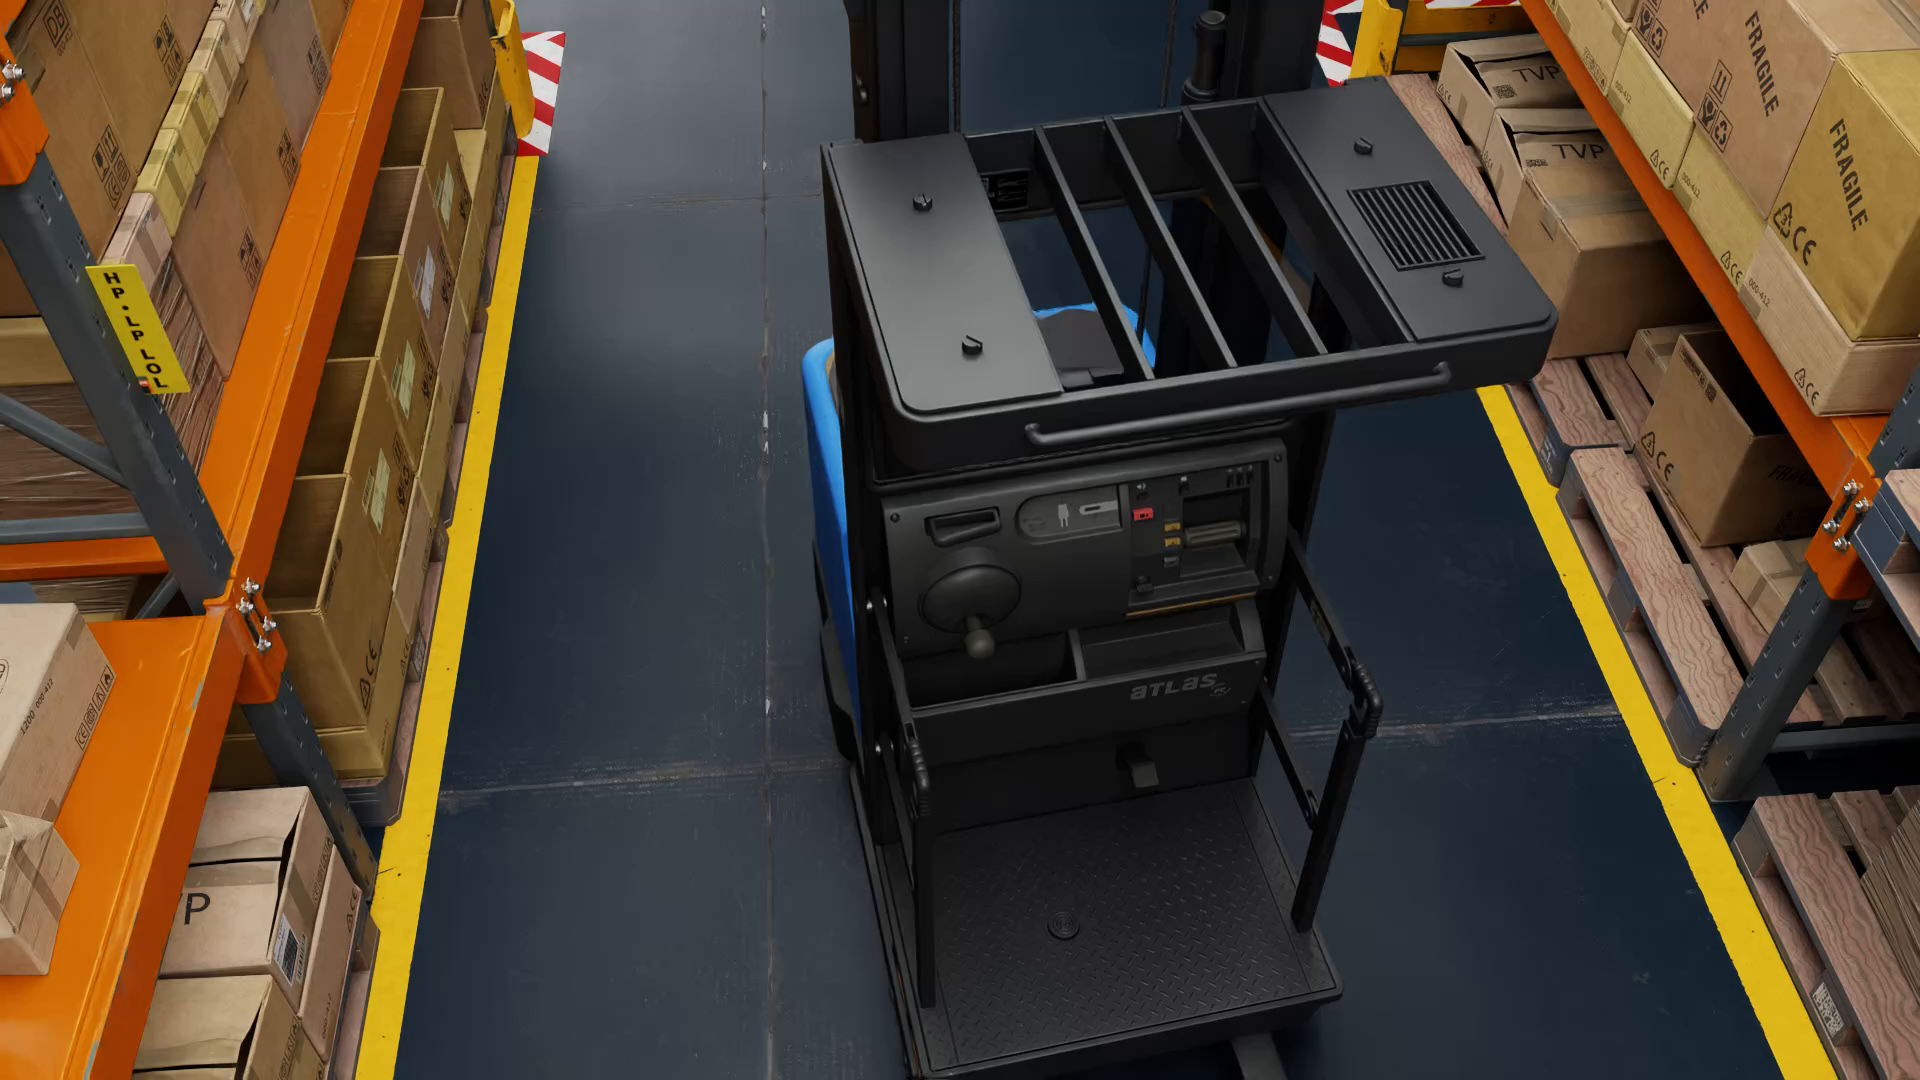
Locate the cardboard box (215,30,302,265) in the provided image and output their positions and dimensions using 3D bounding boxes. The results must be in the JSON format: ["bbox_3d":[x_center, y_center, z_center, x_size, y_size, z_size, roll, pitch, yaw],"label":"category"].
[{"bbox_3d":[-2.321,-1.107,4.663,0.700,0.500,0.500,-3,47,-3],"label":"cardboard box"}]

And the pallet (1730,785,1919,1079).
[{"bbox_3d":[2.814,1.211,4.458,1.003,0.211,1.213,-3,47,-3],"label":"pallet"}]

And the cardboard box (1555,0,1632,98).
[{"bbox_3d":[2.271,-1.678,5.363,0.500,0.250,0.500,-3,47,-3],"label":"cardboard box"}]

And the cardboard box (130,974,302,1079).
[{"bbox_3d":[-1.820,1.253,3.716,0.500,0.311,0.500,-2,47,-2],"label":"cardboard box"}]

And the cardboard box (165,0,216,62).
[{"bbox_3d":[-2.317,-1.536,4.177,0.700,0.500,0.500,-4,47,-3],"label":"cardboard box"}]

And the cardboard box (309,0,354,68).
[{"bbox_3d":[-2.413,-1.858,5.375,0.700,0.500,0.500,-3,47,-3],"label":"cardboard box"}]

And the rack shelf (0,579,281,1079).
[{"bbox_3d":[-2.022,1.687,2.582,1.077,0.370,4.000,-3,47,-3],"label":"rack shelf"}]

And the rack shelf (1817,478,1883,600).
[{"bbox_3d":[2.914,1.383,2.869,1.077,0.370,4.000,-3,47,-3],"label":"rack shelf"}]

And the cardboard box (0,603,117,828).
[{"bbox_3d":[-2.104,0.398,3.410,0.500,0.250,0.500,-1,47,-1],"label":"cardboard box"}]

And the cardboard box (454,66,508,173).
[{"bbox_3d":[-2.184,-1.730,6.927,0.500,0.250,0.500,-3,47,-3],"label":"cardboard box"}]

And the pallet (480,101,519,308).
[{"bbox_3d":[-2.418,-1.392,6.922,1.003,0.211,1.213,-3,47,-3],"label":"pallet"}]

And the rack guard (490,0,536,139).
[{"bbox_3d":[-2.526,-2.059,7.356,1.175,0.500,0.348,-3,47,-3],"label":"rack guard"}]

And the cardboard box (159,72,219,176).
[{"bbox_3d":[-2.086,-1.029,4.143,0.380,0.149,0.250,-4,47,-4],"label":"cardboard box"}]

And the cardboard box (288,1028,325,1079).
[{"bbox_3d":[-1.825,1.442,3.922,0.500,0.250,0.500,-4,47,-4],"label":"cardboard box"}]

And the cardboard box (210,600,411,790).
[{"bbox_3d":[-1.926,0.440,4.872,0.500,0.250,0.500,-3,47,-3],"label":"cardboard box"}]

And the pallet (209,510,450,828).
[{"bbox_3d":[-2.214,0.374,5.251,1.003,0.211,1.213,-3,47,-3],"label":"pallet"}]

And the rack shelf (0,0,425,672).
[{"bbox_3d":[-2.356,-1.207,5.322,1.077,0.370,4.000,-3,47,-3],"label":"rack shelf"}]

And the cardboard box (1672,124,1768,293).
[{"bbox_3d":[2.372,-0.951,4.675,0.500,0.250,0.500,-3,47,-3],"label":"cardboard box"}]

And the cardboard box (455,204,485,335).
[{"bbox_3d":[-2.087,-1.007,6.243,0.500,0.250,0.500,-3,47,-3],"label":"cardboard box"}]

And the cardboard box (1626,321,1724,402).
[{"bbox_3d":[2.633,-0.640,5.951,0.380,0.149,0.250,-7,47,-6],"label":"cardboard box"}]

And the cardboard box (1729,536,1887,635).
[{"bbox_3d":[2.672,0.127,5.212,0.380,0.166,0.250,-9,47,-8],"label":"cardboard box"}]

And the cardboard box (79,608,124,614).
[{"bbox_3d":[-2.478,0.109,5.185,0.500,0.250,0.500,-3,47,-3],"label":"cardboard box"}]

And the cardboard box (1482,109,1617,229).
[{"bbox_3d":[2.428,-1.513,6.666,0.500,0.311,0.500,0,47,0],"label":"cardboard box"}]

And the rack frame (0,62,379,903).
[{"bbox_3d":[-2.189,-0.007,3.691,1.000,3.000,0.127,-3,47,-3],"label":"rack frame"}]

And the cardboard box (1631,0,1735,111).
[{"bbox_3d":[2.320,-1.573,4.747,0.500,0.500,0.500,-5,47,-4],"label":"cardboard box"}]

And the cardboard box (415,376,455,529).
[{"bbox_3d":[-1.999,-0.284,5.558,0.500,0.250,0.500,-3,47,-3],"label":"cardboard box"}]

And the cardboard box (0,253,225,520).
[{"bbox_3d":[-2.232,-0.362,3.958,0.700,0.500,0.500,-5,47,-4],"label":"cardboard box"}]

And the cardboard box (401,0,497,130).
[{"bbox_3d":[-2.182,-1.988,6.655,0.500,0.500,0.500,-3,47,-3],"label":"cardboard box"}]

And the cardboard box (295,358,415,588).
[{"bbox_3d":[-1.965,-0.180,4.942,0.500,0.500,0.500,-3,47,-3],"label":"cardboard box"}]

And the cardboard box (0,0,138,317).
[{"bbox_3d":[-2.232,-0.808,3.487,0.700,0.500,0.500,-3,47,-3],"label":"cardboard box"}]

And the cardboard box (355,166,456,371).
[{"bbox_3d":[-2.043,-0.904,5.628,0.500,0.500,0.500,-3,47,-3],"label":"cardboard box"}]

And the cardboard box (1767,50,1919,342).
[{"bbox_3d":[2.399,-0.847,4.060,0.500,0.500,0.500,-4,47,-3],"label":"cardboard box"}]

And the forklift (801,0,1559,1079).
[{"bbox_3d":[0.341,0.123,3.615,1.130,2.935,3.031,-9,47,-8],"label":"forklift"}]

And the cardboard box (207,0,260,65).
[{"bbox_3d":[-2.130,-1.403,4.497,0.380,0.149,0.250,-5,47,-4],"label":"cardboard box"}]

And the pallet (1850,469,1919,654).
[{"bbox_3d":[2.666,0.317,3.516,1.003,0.211,1.213,-3,47,-3],"label":"pallet"}]

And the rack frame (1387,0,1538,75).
[{"bbox_3d":[2.412,-3.205,6.719,1.000,3.000,0.127,-3,47,-3],"label":"rack frame"}]

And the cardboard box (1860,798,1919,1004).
[{"bbox_3d":[2.825,0.929,4.223,0.700,0.500,0.500,-2,47,-2],"label":"cardboard box"}]

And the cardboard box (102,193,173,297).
[{"bbox_3d":[-2.040,-0.652,3.786,0.380,0.149,0.250,-3,47,-3],"label":"cardboard box"}]
